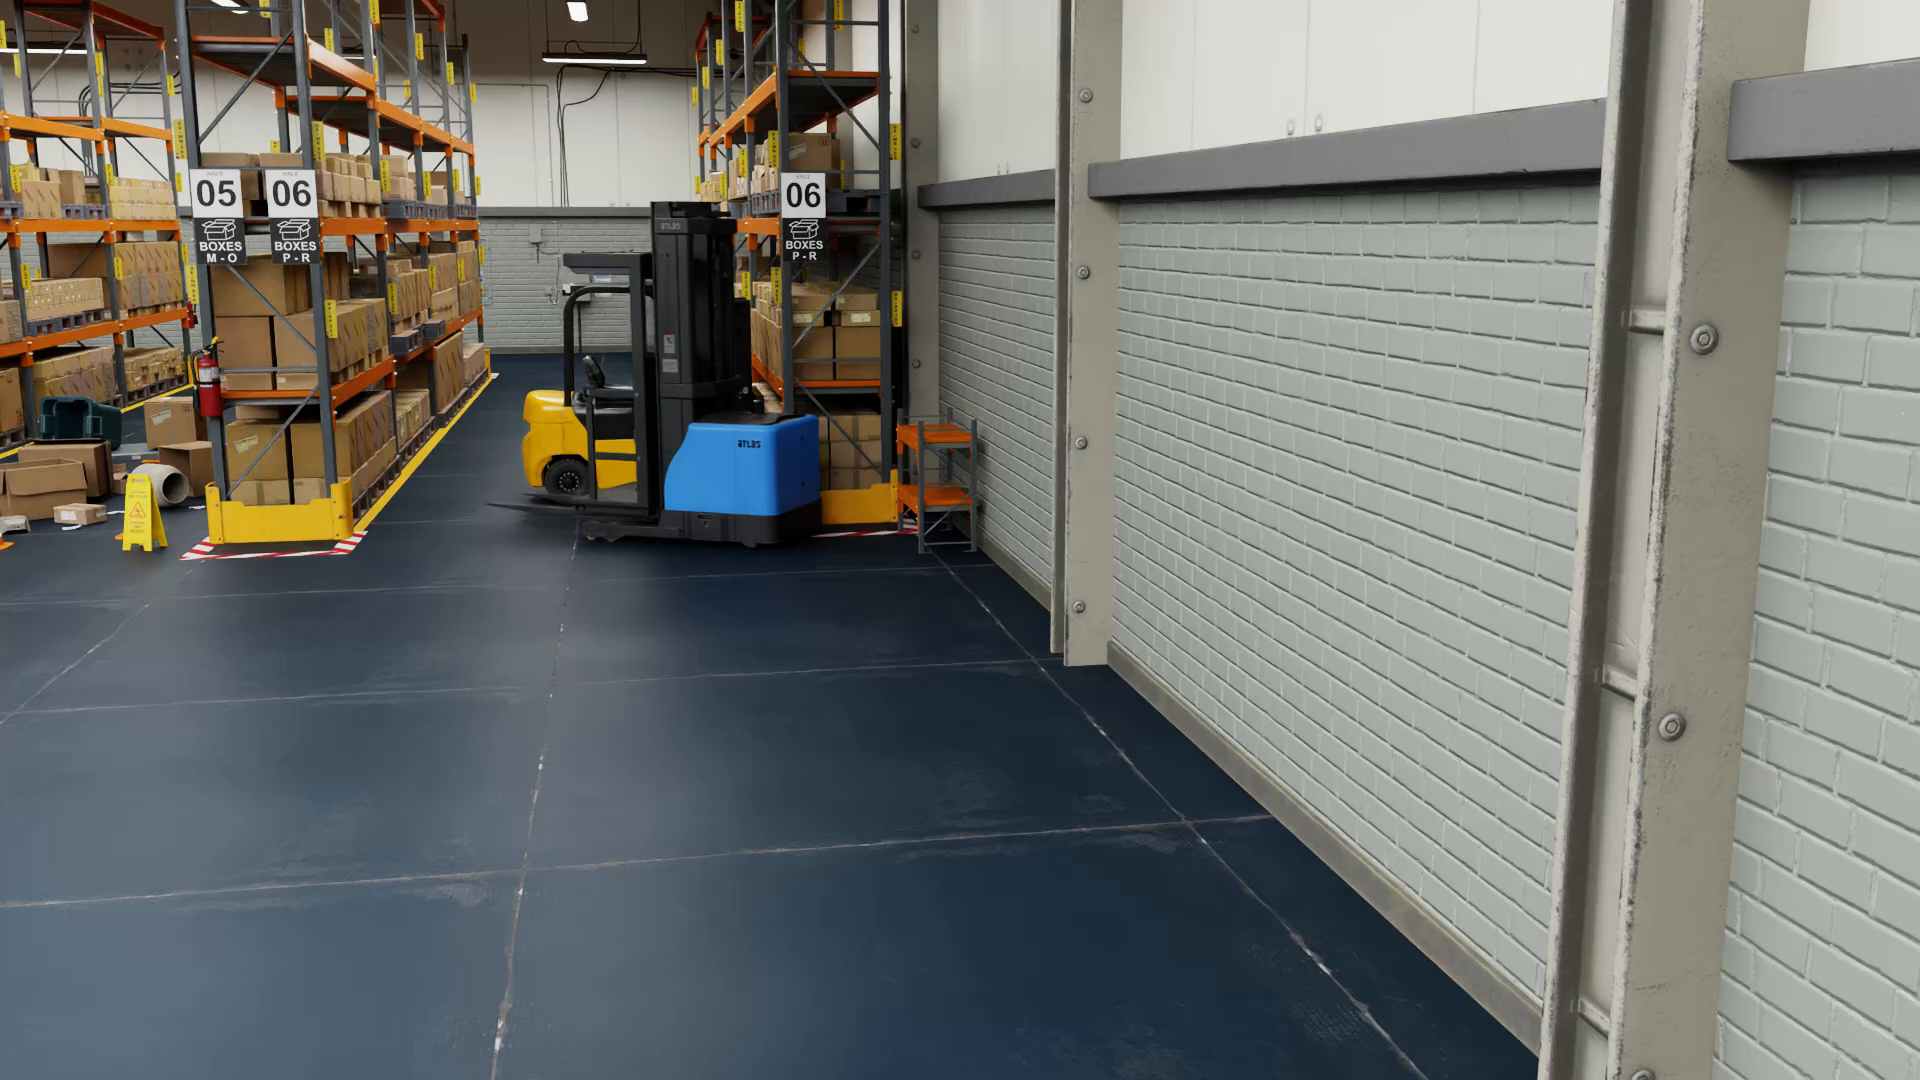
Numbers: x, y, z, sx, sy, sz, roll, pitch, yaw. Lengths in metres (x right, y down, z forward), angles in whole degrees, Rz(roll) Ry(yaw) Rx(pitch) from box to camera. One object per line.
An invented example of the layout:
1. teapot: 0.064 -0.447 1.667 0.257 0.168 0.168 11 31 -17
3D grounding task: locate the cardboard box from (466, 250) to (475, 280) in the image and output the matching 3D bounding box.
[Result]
1. cardboard box: -8.565 -4.686 28.352 0.500 0.500 0.500 -2 11 -11

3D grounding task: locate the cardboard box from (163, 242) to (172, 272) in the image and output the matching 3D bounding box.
1. cardboard box: -13.520 -4.731 27.793 0.500 0.500 0.500 -3 11 -13

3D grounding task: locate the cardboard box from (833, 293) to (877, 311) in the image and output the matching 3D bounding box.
1. cardboard box: -0.991 -2.241 15.650 0.380 0.149 0.250 -2 11 -12

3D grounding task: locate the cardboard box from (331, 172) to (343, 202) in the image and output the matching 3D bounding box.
1. cardboard box: -5.929 -3.217 15.160 0.500 0.250 0.500 -2 11 -12

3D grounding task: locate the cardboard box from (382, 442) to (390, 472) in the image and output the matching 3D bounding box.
1. cardboard box: -6.290 -0.870 17.474 0.500 0.250 0.500 -2 11 -13

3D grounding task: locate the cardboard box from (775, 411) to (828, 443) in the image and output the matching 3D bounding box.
1. cardboard box: -1.531 -1.077 15.892 0.500 0.250 0.500 -2 11 -9

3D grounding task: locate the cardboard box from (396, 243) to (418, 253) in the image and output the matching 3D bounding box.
1. cardboard box: -8.710 -4.581 26.067 0.380 0.149 0.250 -2 11 -12

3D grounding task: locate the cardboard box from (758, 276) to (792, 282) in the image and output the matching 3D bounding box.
1. cardboard box: -2.638 -3.480 23.569 0.500 0.500 0.500 -2 11 -8

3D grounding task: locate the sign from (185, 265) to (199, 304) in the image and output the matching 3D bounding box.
1. sign: -6.552 -2.184 14.207 0.100 0.325 0.005 -2 11 -11

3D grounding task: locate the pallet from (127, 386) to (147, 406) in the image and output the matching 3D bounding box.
1. pallet: -13.339 -2.231 25.853 1.003 0.211 1.213 -2 11 -11

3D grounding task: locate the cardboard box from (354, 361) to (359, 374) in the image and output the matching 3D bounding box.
1. cardboard box: -6.122 -1.710 16.332 0.380 0.149 0.250 -2 11 -13

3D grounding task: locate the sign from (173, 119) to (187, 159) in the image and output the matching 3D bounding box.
1. sign: -6.552 -3.368 13.981 0.100 0.325 0.005 -2 11 -11

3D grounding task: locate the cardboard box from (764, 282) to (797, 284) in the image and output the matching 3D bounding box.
1. cardboard box: -1.986 -2.792 18.545 0.380 0.149 0.250 -2 11 -10

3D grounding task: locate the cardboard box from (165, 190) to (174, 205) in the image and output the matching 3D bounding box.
1. cardboard box: -13.612 -5.783 28.097 0.500 0.250 0.500 -2 11 -13

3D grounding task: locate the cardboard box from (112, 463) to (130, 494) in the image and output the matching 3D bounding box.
1. cardboard box: -8.728 -0.640 17.346 0.396 0.266 0.258 9 14 38

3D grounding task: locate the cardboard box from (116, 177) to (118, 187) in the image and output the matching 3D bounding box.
1. cardboard box: -13.117 -5.477 25.427 0.380 0.149 0.250 -2 11 -12

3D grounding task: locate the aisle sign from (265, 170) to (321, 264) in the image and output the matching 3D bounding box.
1. aisle sign: -5.688 -2.753 14.188 0.394 0.787 0.004 -2 11 -11

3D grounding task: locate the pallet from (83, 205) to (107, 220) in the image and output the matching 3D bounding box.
1. pallet: -13.158 -4.743 24.073 1.213 0.211 1.003 -2 11 -11

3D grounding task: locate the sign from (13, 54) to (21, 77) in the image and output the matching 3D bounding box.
1. sign: -13.709 -6.907 24.210 0.100 0.325 0.005 -2 11 -11

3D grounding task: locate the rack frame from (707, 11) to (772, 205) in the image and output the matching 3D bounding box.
1. rack frame: -3.469 -6.806 26.386 1.000 3.000 0.127 -2 11 -11

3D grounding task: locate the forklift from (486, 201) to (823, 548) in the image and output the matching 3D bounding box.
1. forklift: -2.814 -1.517 14.825 3.031 2.935 1.130 4 11 19

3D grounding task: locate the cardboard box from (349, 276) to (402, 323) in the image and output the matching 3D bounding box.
1. cardboard box: -6.592 -2.708 18.716 0.500 0.500 0.500 -2 11 -10

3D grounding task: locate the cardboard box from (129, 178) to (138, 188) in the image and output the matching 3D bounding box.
1. cardboard box: -13.201 -5.625 26.203 0.380 0.149 0.250 -2 11 -8

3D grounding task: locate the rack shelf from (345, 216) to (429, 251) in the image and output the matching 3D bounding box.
1. rack shelf: -7.171 -3.697 20.000 1.077 0.370 4.000 -2 11 -11

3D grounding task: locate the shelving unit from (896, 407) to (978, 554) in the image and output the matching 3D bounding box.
1. shelving unit: -0.210 -0.543 14.538 0.538 1.125 1.048 -2 11 -12

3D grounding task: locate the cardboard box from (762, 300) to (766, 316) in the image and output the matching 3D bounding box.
1. cardboard box: -1.889 -2.455 17.571 0.380 0.149 0.250 -2 11 -13

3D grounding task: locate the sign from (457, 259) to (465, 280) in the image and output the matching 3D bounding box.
1. sign: -7.807 -4.229 26.007 0.100 0.325 0.005 -2 11 -11

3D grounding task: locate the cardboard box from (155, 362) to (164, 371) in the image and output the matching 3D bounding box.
1. cardboard box: -13.321 -2.840 27.304 0.380 0.149 0.250 -2 11 -8

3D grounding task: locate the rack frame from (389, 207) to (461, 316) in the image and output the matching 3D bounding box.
1. rack frame: -8.338 -3.677 25.995 1.000 3.000 0.127 -2 11 -11

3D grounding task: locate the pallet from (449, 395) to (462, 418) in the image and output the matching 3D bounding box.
1. pallet: -7.873 -1.944 24.348 1.003 0.211 1.213 -2 11 -11

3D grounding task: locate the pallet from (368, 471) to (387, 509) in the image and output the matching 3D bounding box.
1. pallet: -6.376 -0.494 16.728 1.003 0.211 1.213 -2 11 -11

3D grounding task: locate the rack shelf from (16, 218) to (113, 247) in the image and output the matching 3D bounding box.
1. rack shelf: -12.784 -4.232 22.811 1.077 0.370 4.000 -2 11 -11

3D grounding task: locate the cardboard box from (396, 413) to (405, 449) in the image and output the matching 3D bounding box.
1. cardboard box: -6.886 -1.222 18.997 0.950 0.372 0.625 -2 11 -10

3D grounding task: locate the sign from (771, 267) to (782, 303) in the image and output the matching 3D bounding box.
1. sign: -1.670 -2.326 15.163 0.100 0.325 0.005 -2 11 -11

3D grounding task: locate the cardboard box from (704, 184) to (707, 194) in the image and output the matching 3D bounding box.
1. cardboard box: -3.842 -5.539 26.241 0.380 0.149 0.250 -2 11 -9

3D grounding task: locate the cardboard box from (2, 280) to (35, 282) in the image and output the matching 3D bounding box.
1. cardboard box: -13.394 -3.621 23.657 0.380 0.149 0.250 -2 11 -12

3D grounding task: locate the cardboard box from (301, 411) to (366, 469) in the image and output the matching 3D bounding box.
1. cardboard box: -6.000 -0.958 15.935 0.500 0.500 0.500 -3 11 -13

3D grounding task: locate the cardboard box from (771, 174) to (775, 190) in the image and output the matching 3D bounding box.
1. cardboard box: -1.595 -3.404 15.818 0.380 0.149 0.250 -2 11 -13

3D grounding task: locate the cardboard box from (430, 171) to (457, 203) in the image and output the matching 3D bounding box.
1. cardboard box: -8.246 -5.571 26.263 0.500 0.500 0.500 -2 11 -10

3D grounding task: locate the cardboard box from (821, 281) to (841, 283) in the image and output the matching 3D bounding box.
1. cardboard box: -1.555 -2.858 18.890 0.380 0.149 0.250 -2 11 -11

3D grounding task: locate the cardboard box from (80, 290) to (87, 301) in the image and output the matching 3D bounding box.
1. cardboard box: -12.747 -3.498 23.806 0.380 0.149 0.250 -2 11 -13

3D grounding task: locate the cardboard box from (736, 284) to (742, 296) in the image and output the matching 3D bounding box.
1. cardboard box: -2.790 -3.328 22.159 0.380 0.149 0.250 -2 11 -9

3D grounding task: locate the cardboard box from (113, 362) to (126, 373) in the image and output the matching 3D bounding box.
1. cardboard box: -13.037 -2.648 25.495 0.380 0.149 0.250 -2 11 -9

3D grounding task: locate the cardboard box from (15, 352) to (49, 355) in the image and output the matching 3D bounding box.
1. cardboard box: -13.088 -2.489 23.308 0.500 0.250 0.500 -2 11 -9

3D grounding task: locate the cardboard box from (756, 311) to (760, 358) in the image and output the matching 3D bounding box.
1. cardboard box: -1.966 -2.255 18.252 0.500 0.500 0.500 -2 11 -10

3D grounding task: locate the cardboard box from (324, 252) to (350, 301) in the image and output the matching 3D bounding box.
1. cardboard box: -6.909 -2.808 17.690 0.700 0.500 0.500 -2 11 -12

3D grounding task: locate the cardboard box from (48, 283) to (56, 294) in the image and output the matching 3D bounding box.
1. cardboard box: -12.499 -3.405 22.519 0.380 0.149 0.250 -2 11 -8

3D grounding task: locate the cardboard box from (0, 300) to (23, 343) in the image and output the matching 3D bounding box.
1. cardboard box: -12.044 -2.721 20.705 0.500 0.500 0.500 -2 11 -11

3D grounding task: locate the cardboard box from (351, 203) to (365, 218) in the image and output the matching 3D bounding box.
1. cardboard box: -6.235 -3.324 16.789 0.380 0.149 0.250 -2 11 -9

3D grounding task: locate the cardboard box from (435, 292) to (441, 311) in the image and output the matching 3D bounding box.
1. cardboard box: -7.515 -3.312 23.141 0.500 0.250 0.500 -2 11 -10

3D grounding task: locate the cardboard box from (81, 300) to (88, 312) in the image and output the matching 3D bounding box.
1. cardboard box: -12.756 -3.357 23.858 0.380 0.149 0.250 -3 11 -14

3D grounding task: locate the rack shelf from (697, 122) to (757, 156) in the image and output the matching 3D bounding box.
1. rack shelf: -3.858 -6.817 28.380 1.077 0.370 4.000 -2 11 -11

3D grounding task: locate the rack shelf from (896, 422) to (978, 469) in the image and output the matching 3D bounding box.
1. rack shelf: -0.210 -0.830 14.484 0.538 0.278 1.000 -2 11 -12

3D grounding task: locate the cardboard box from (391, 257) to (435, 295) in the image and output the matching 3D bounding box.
1. cardboard box: -7.416 -3.583 22.559 0.500 0.500 0.500 -2 11 -13

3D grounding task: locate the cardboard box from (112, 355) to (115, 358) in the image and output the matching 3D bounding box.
1. cardboard box: -13.765 -2.919 26.919 0.380 0.149 0.250 -2 11 -11

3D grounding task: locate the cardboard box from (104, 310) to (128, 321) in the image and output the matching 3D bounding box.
1. cardboard box: -12.908 -3.419 25.310 0.380 0.149 0.250 -2 11 -9
